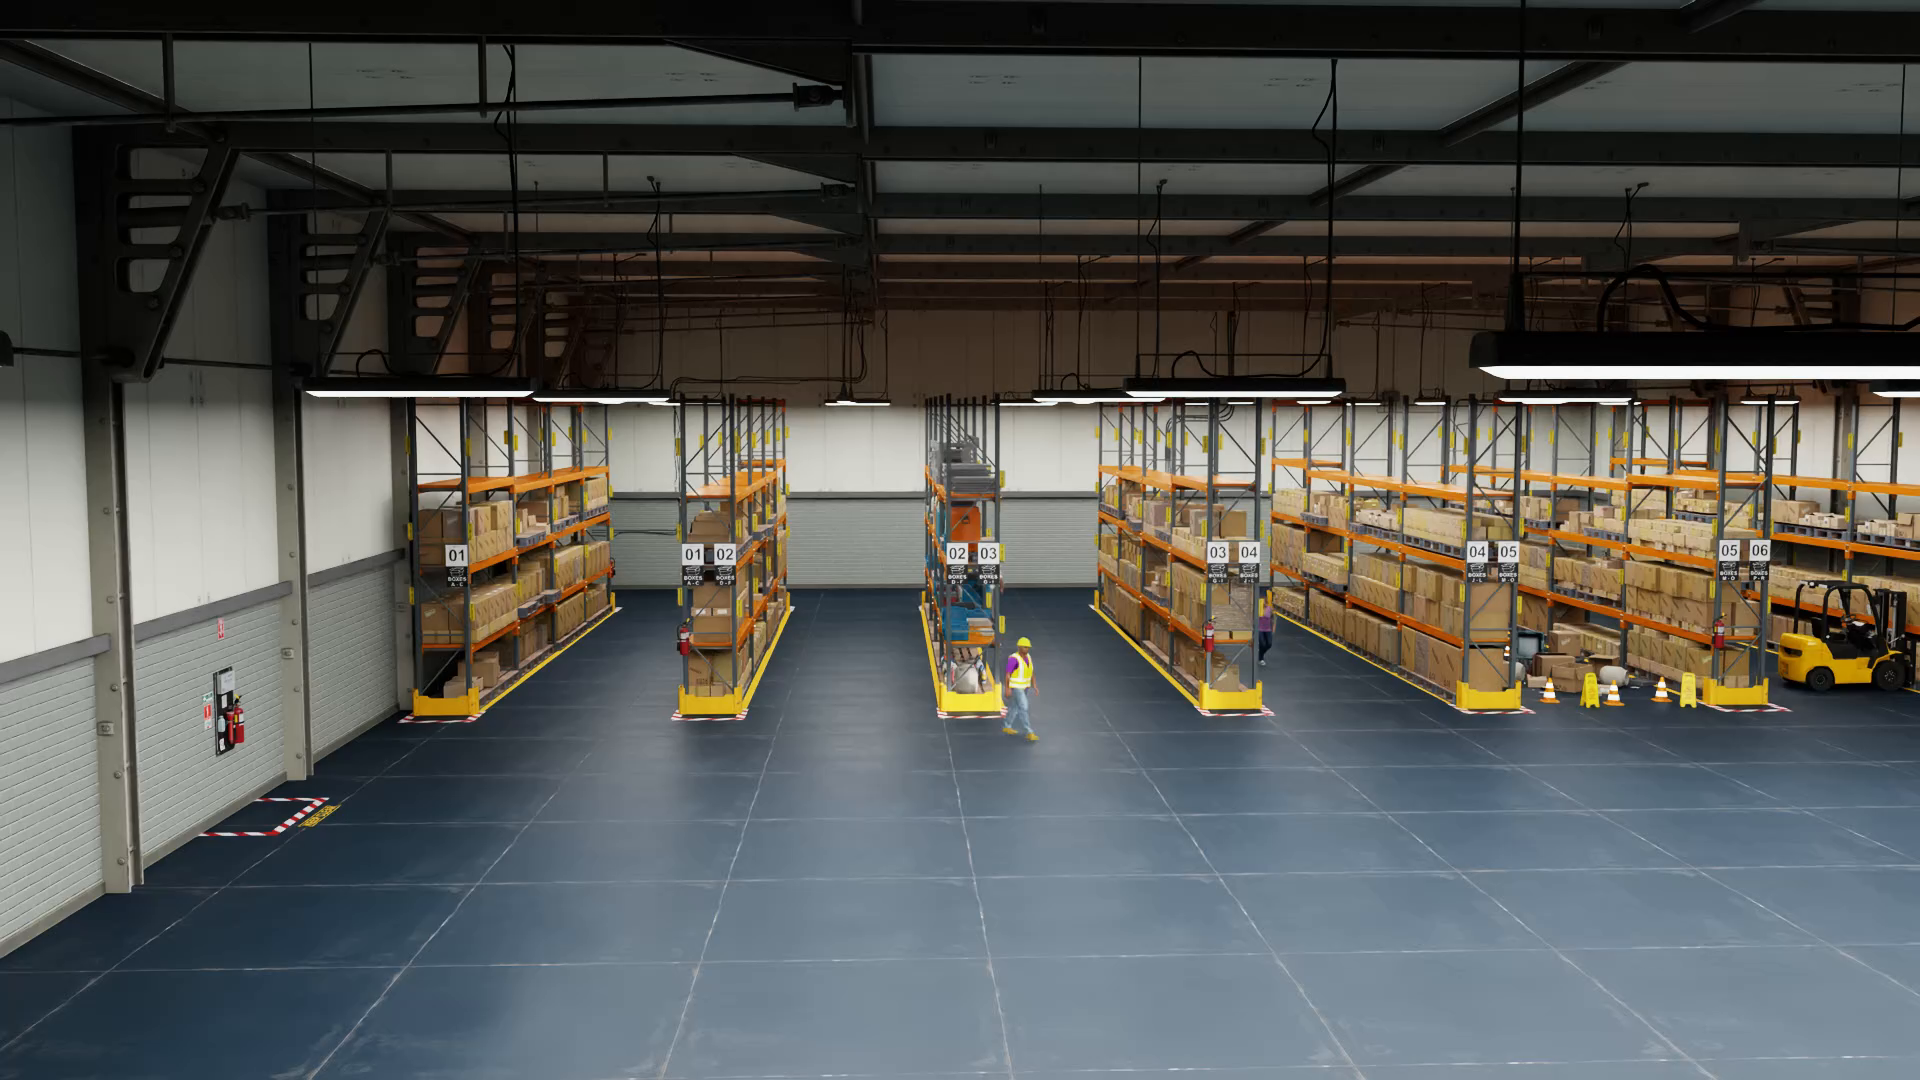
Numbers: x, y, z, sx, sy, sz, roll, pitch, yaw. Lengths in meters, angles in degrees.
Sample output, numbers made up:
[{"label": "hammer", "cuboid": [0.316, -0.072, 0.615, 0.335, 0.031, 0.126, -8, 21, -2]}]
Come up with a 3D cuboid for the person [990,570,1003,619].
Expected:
[{"label": "person", "cuboid": [0.945, 1.314, 45.336, 0.443, 1.617, 1.068, -1, 5, -17]}]

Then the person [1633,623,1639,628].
[{"label": "person", "cuboid": [16.395, 1.709, 39.714, 0.632, 1.808, 0.465, -2, 5, -26]}]

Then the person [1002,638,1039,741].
[{"label": "person", "cuboid": [1.094, 2.555, 28.870, 0.951, 1.713, 0.592, 3, 5, 34]}]

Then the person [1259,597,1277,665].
[{"label": "person", "cuboid": [6.800, 2.022, 37.207, 0.576, 1.541, 0.487, -1, 5, -9]}]
